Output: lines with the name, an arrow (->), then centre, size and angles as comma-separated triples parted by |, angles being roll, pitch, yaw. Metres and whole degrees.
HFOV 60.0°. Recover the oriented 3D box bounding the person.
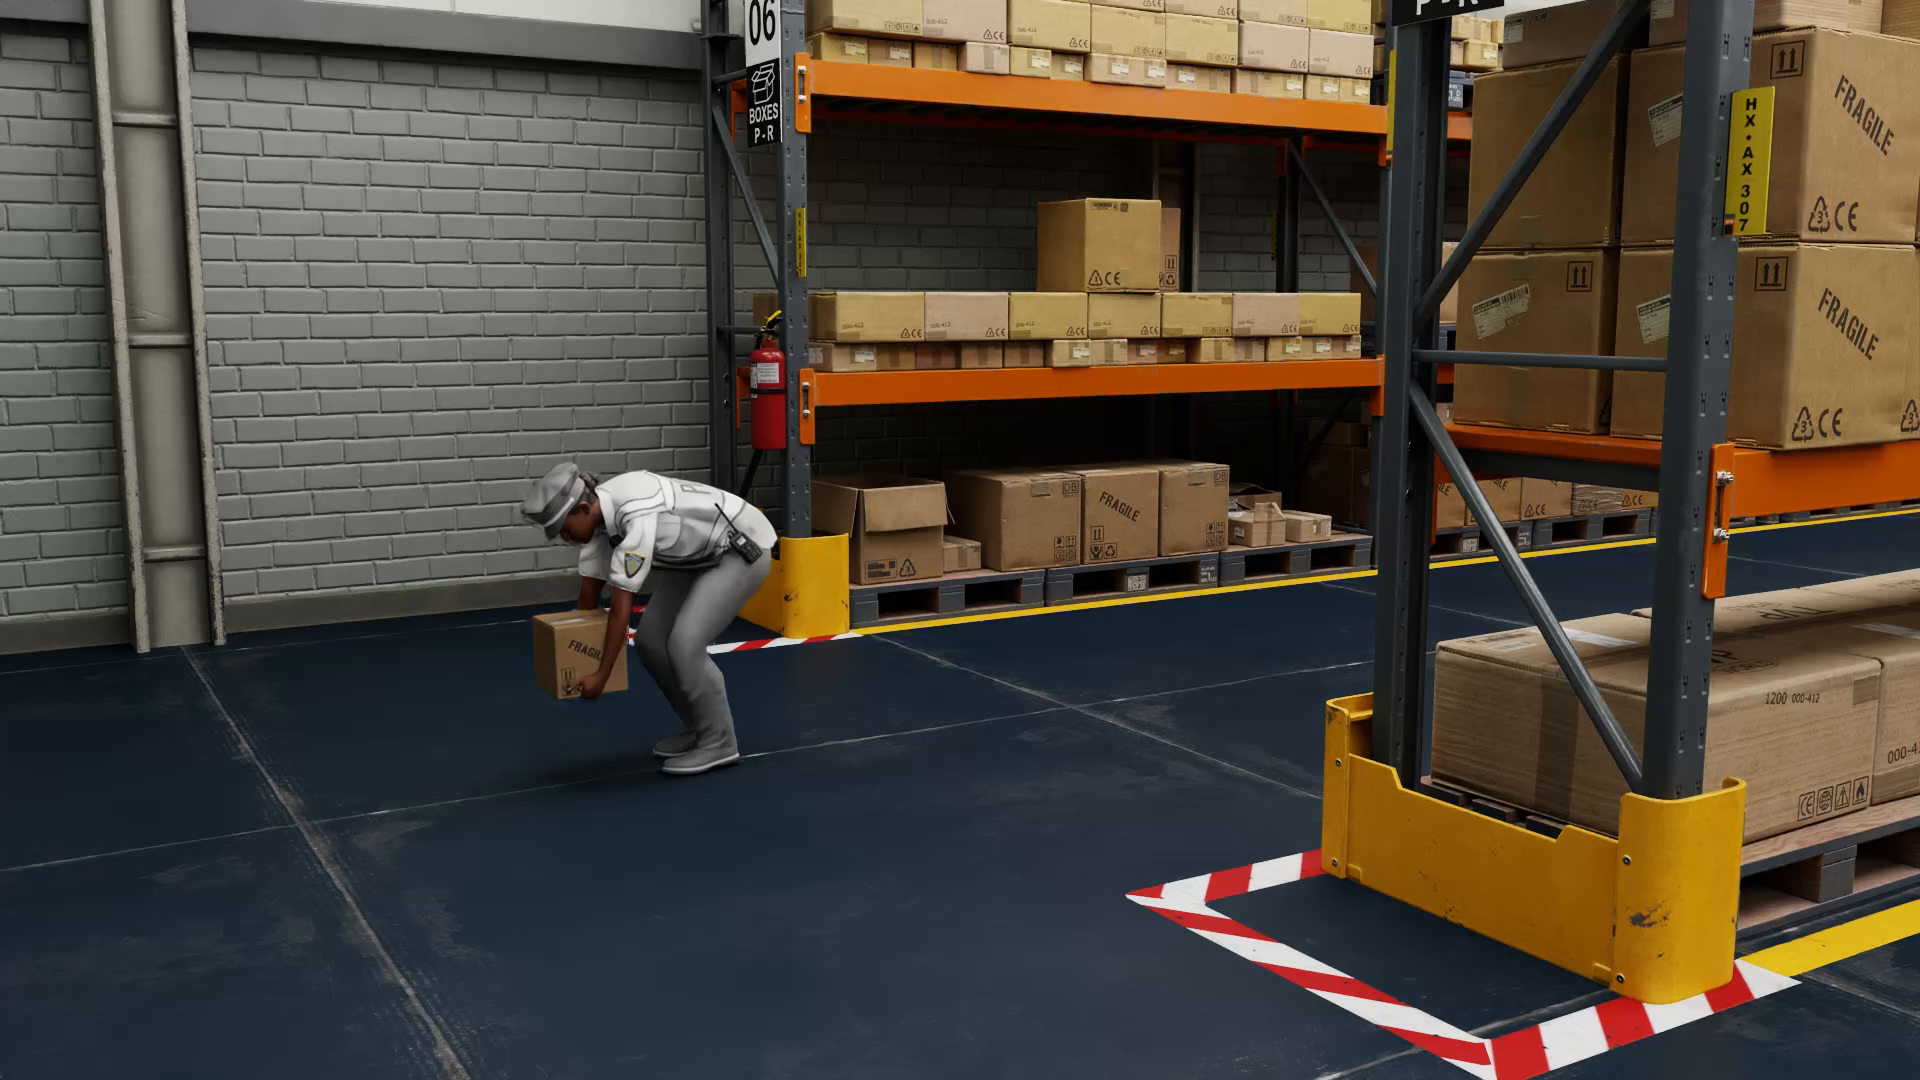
person -> -1.097, 0.266, 5.895 | 0.928, 1.122, 0.441 | -6, 10, -34
